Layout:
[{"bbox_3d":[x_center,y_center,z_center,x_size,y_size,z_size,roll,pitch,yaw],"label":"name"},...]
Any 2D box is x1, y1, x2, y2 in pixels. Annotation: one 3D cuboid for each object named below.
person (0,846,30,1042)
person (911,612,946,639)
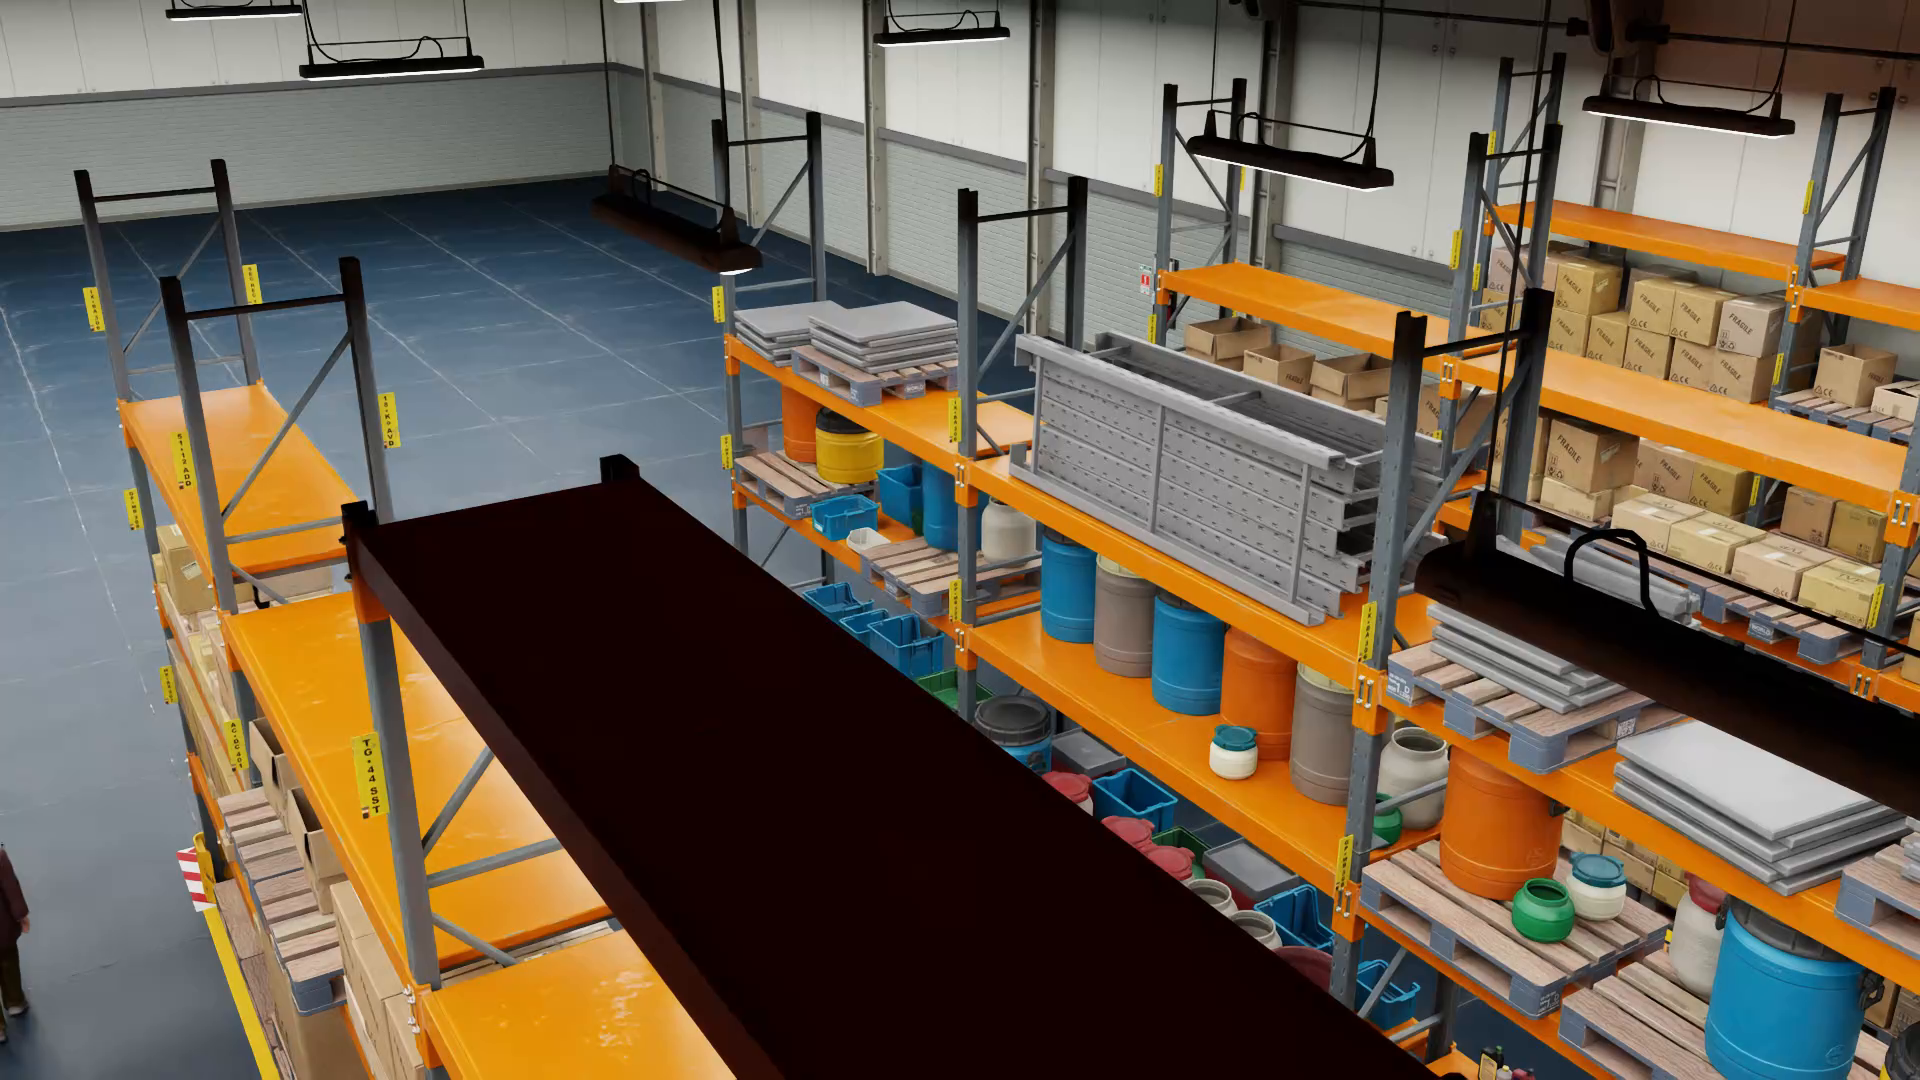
[{"bbox_3d":[-7.131,2.797,12.093,0.635,1.841,0.600,-15,26,-33],"label":"person"},{"bbox_3d":[-0.278,0.872,17.039,0.463,1.626,0.806,-19,28,-39],"label":"person"}]
